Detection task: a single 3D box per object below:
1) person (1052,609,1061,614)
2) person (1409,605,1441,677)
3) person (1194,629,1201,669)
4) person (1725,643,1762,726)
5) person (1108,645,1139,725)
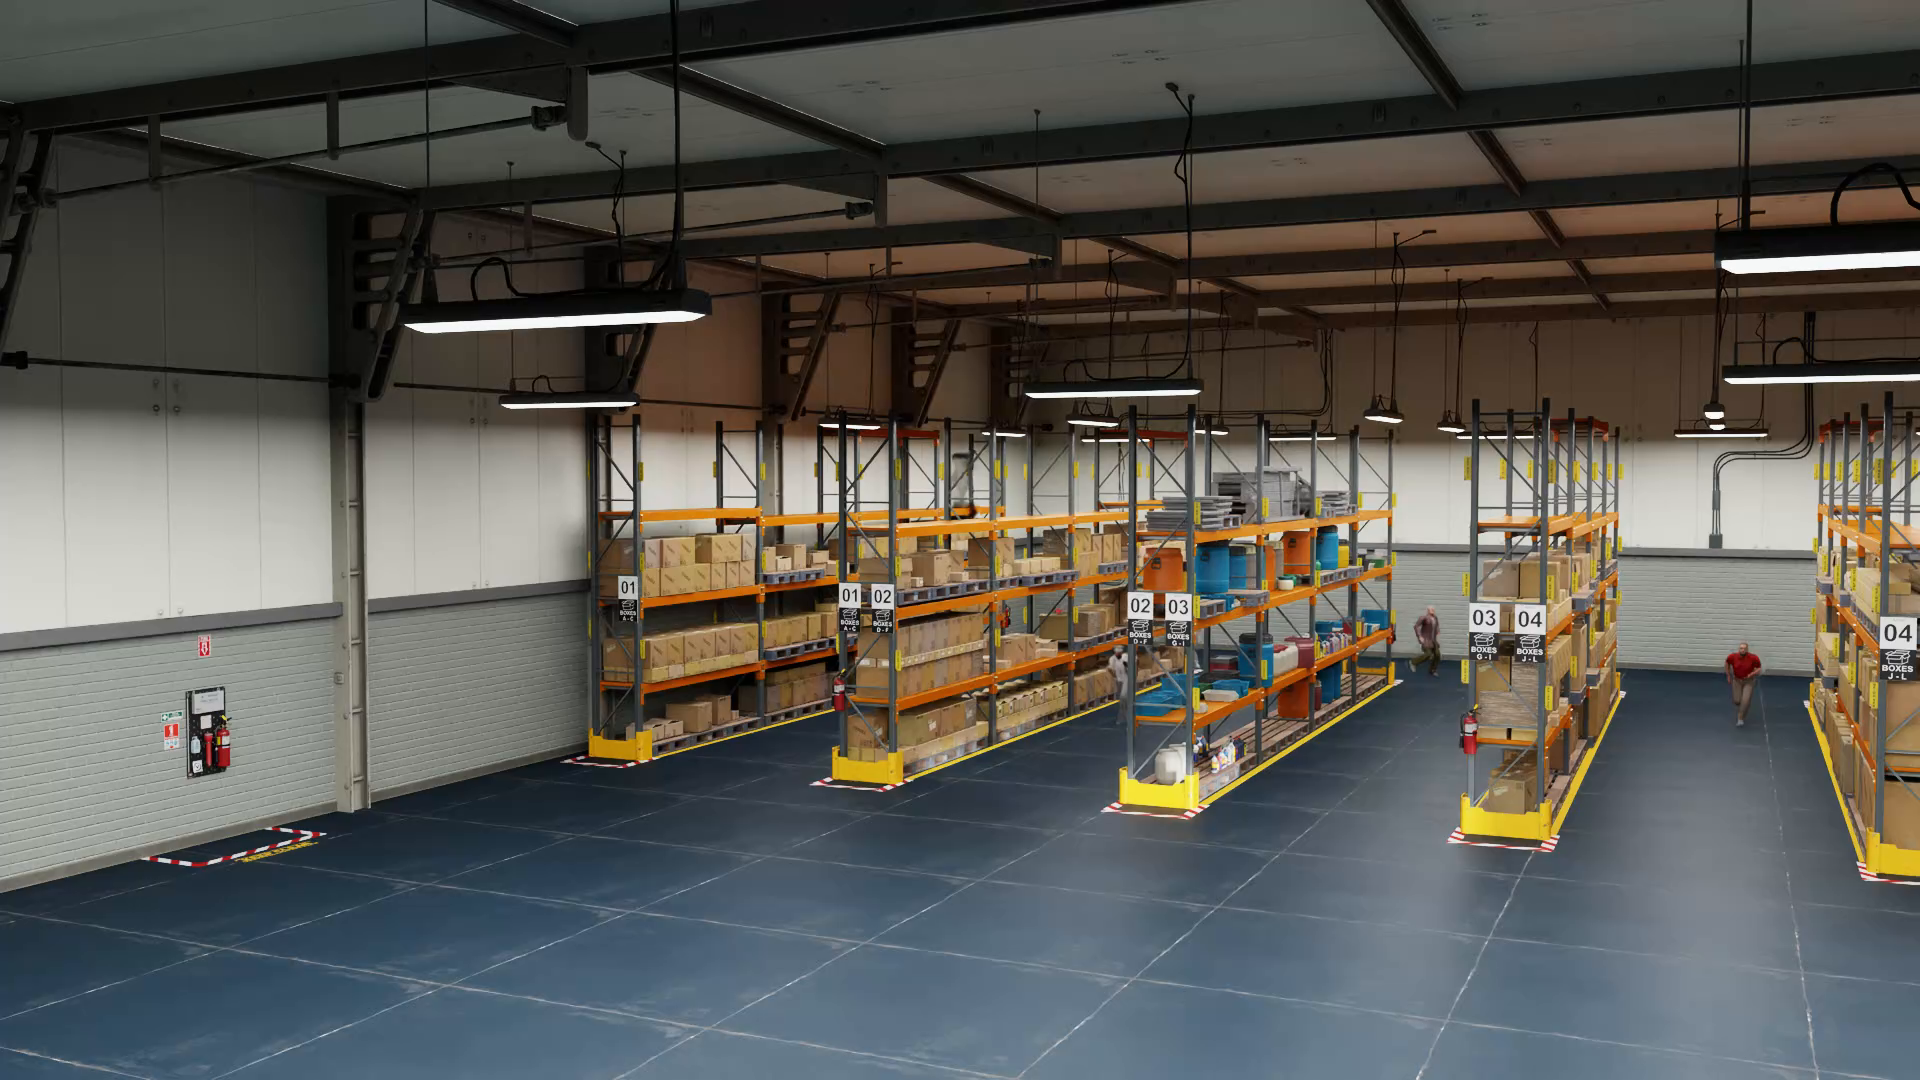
[{"bbox_3d":[2.318,2.514,39.558,0.671,1.749,0.718,1,3,31],"label":"person"},{"bbox_3d":[11.483,2.484,40.852,0.862,1.762,0.656,-2,3,-39],"label":"person"},{"bbox_3d":[5.914,2.395,42.694,0.676,1.755,0.916,-1,2,-19],"label":"person"},{"bbox_3d":[15.467,2.846,32.847,0.655,1.660,0.671,1,3,25],"label":"person"},{"bbox_3d":[3.294,2.876,33.270,0.618,1.621,0.981,1,3,21],"label":"person"}]
